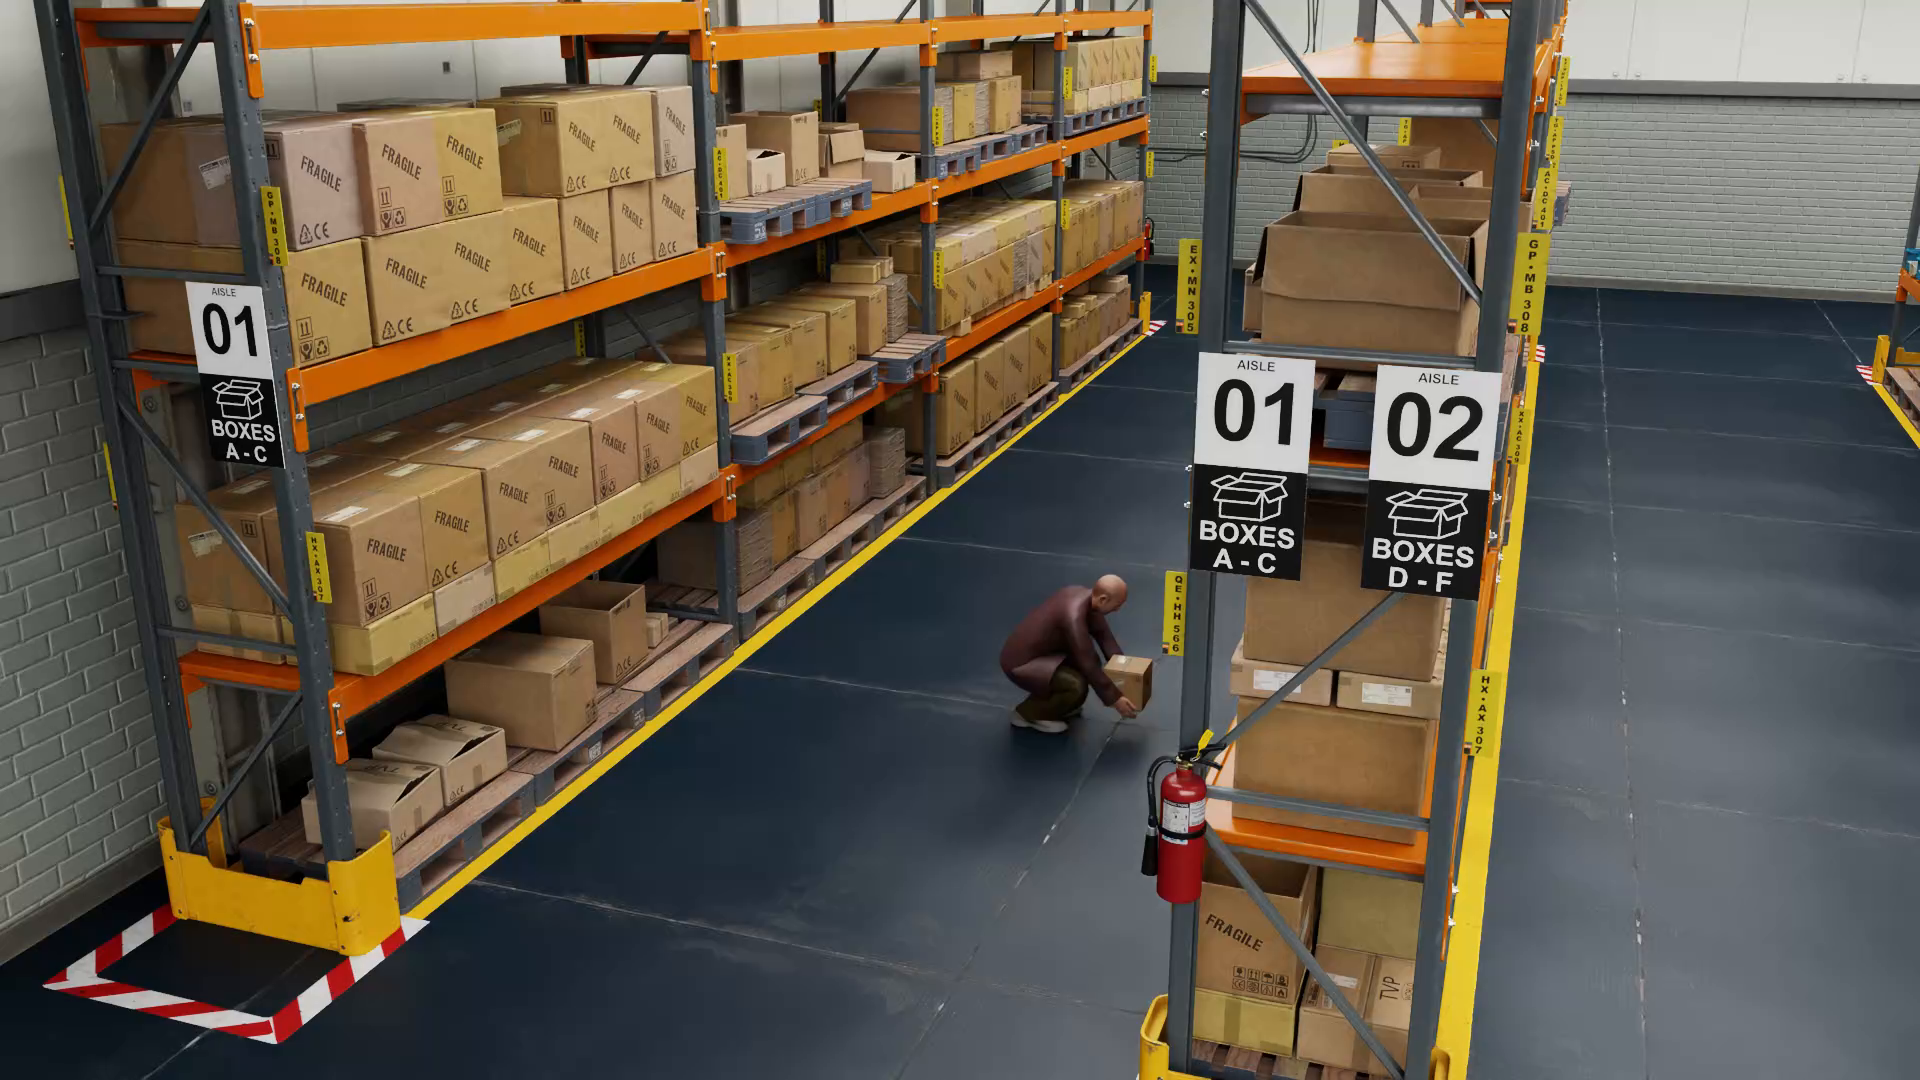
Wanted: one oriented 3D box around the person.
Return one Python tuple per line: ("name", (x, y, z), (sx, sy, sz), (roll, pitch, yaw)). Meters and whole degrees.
("person", (0.694, 0.687, 10.290), (0.905, 0.980, 0.599), (6, 19, 18))
